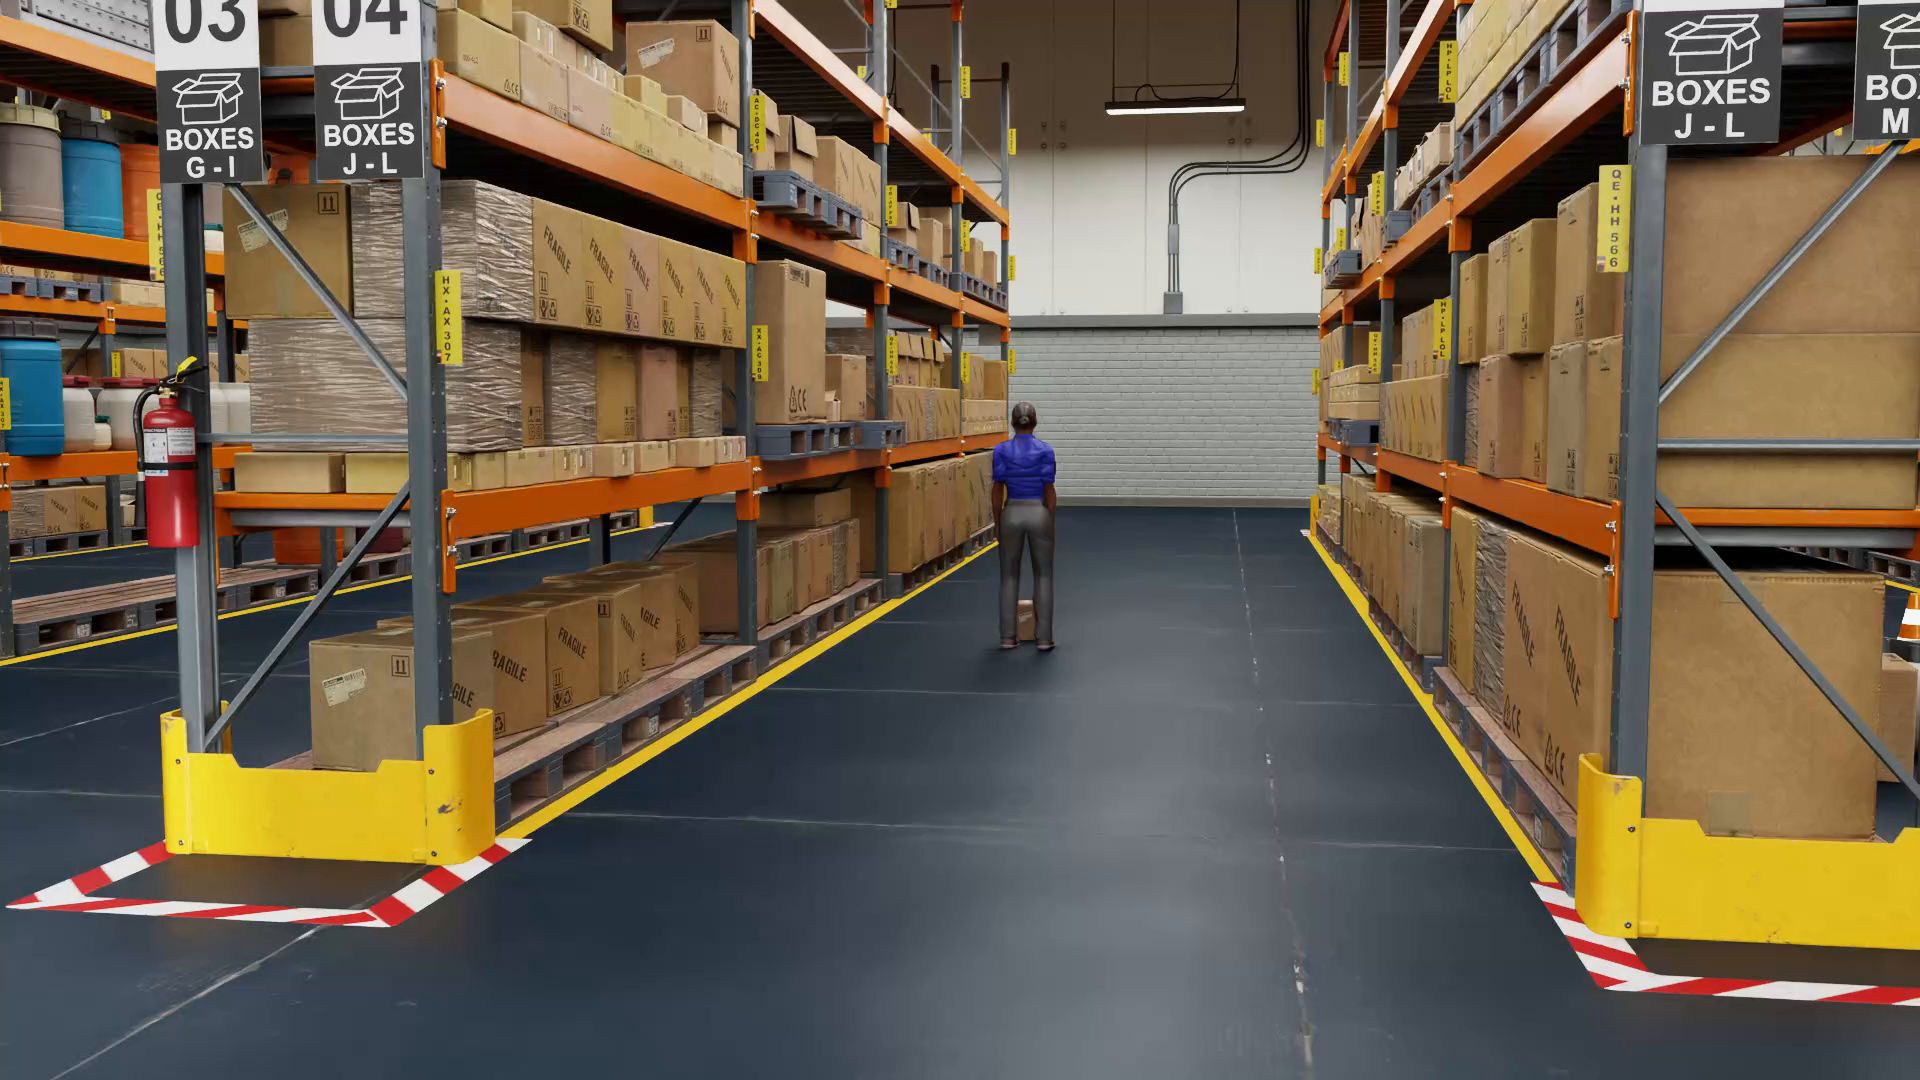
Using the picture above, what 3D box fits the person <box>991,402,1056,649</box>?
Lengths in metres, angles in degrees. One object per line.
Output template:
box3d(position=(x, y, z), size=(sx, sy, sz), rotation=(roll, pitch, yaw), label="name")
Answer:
box3d(position=(0.429, -0.094, 11.137), size=(0.438, 1.655, 0.297), rotation=(1, 5, 10), label="person")
